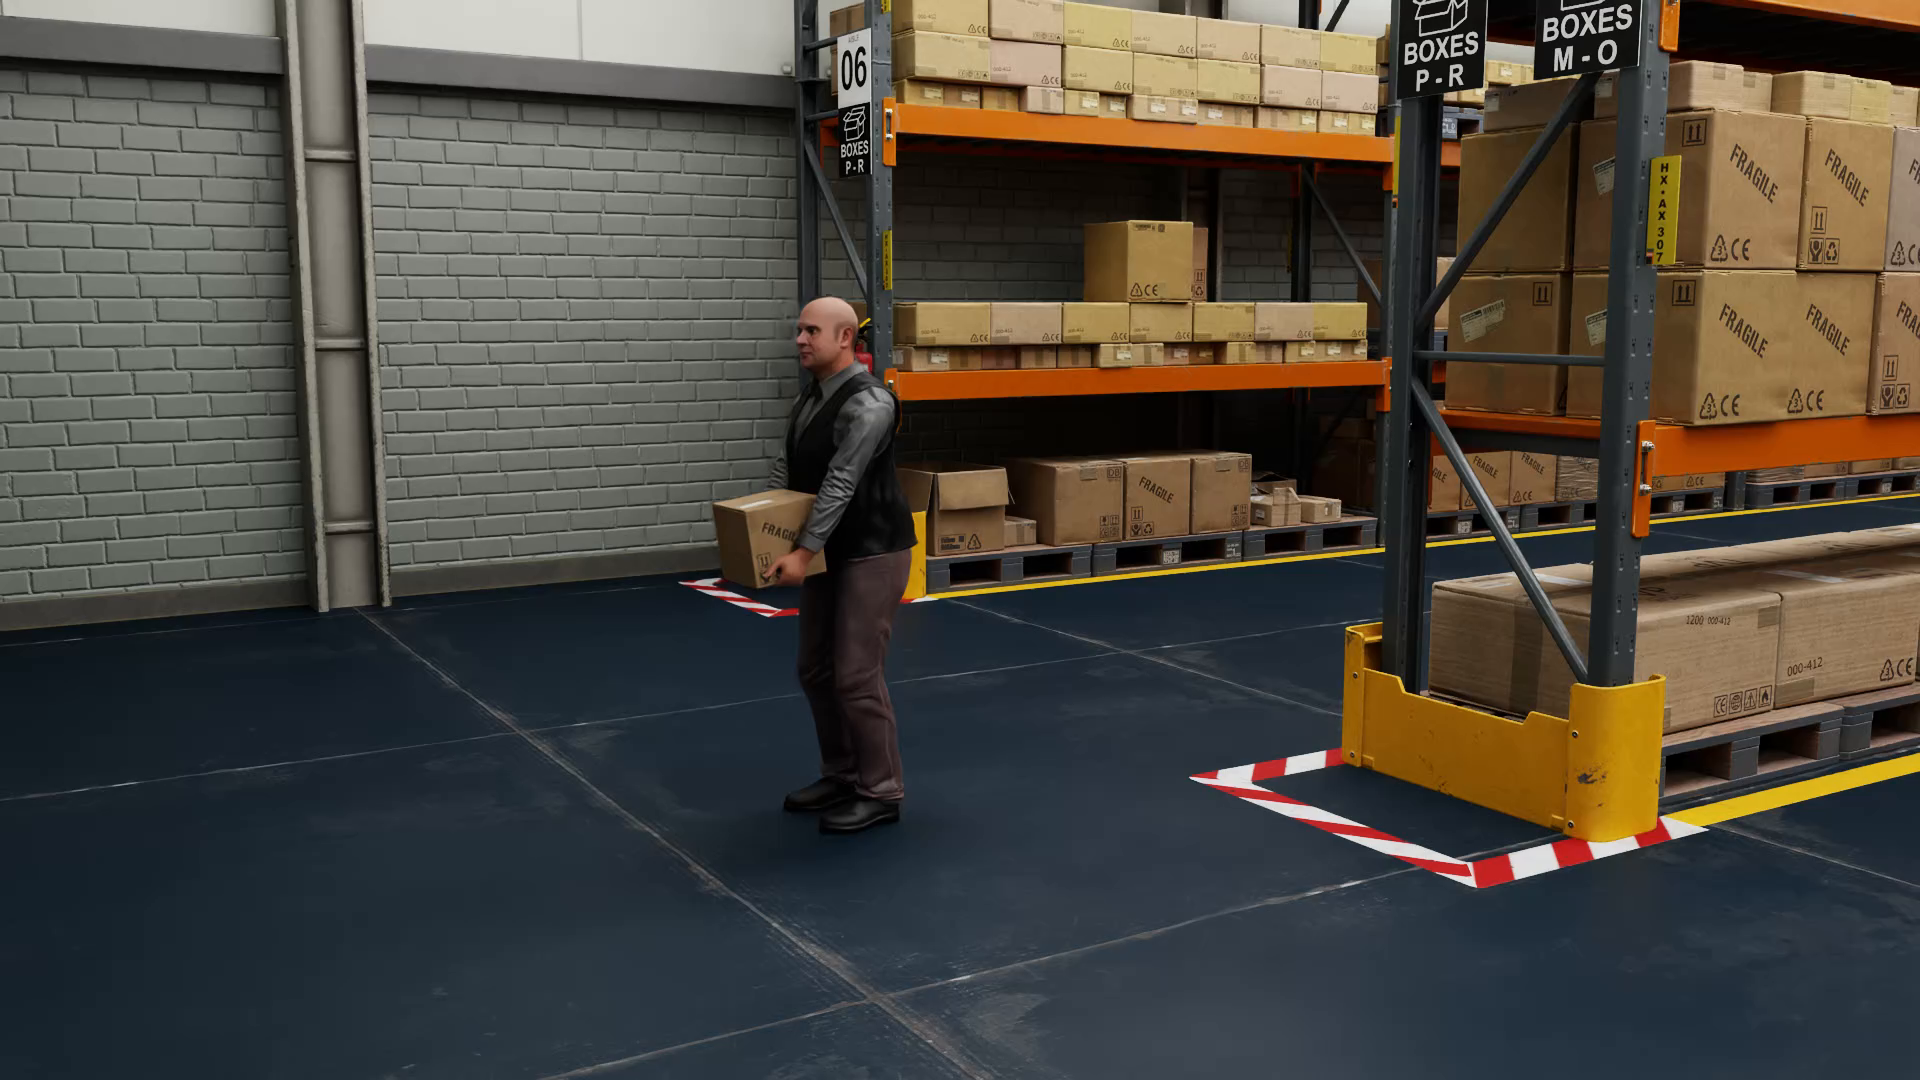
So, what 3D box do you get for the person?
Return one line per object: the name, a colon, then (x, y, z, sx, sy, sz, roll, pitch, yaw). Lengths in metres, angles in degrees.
person: (-0.439, 0.079, 5.396, 0.547, 1.716, 0.491, -5, 10, -32)
